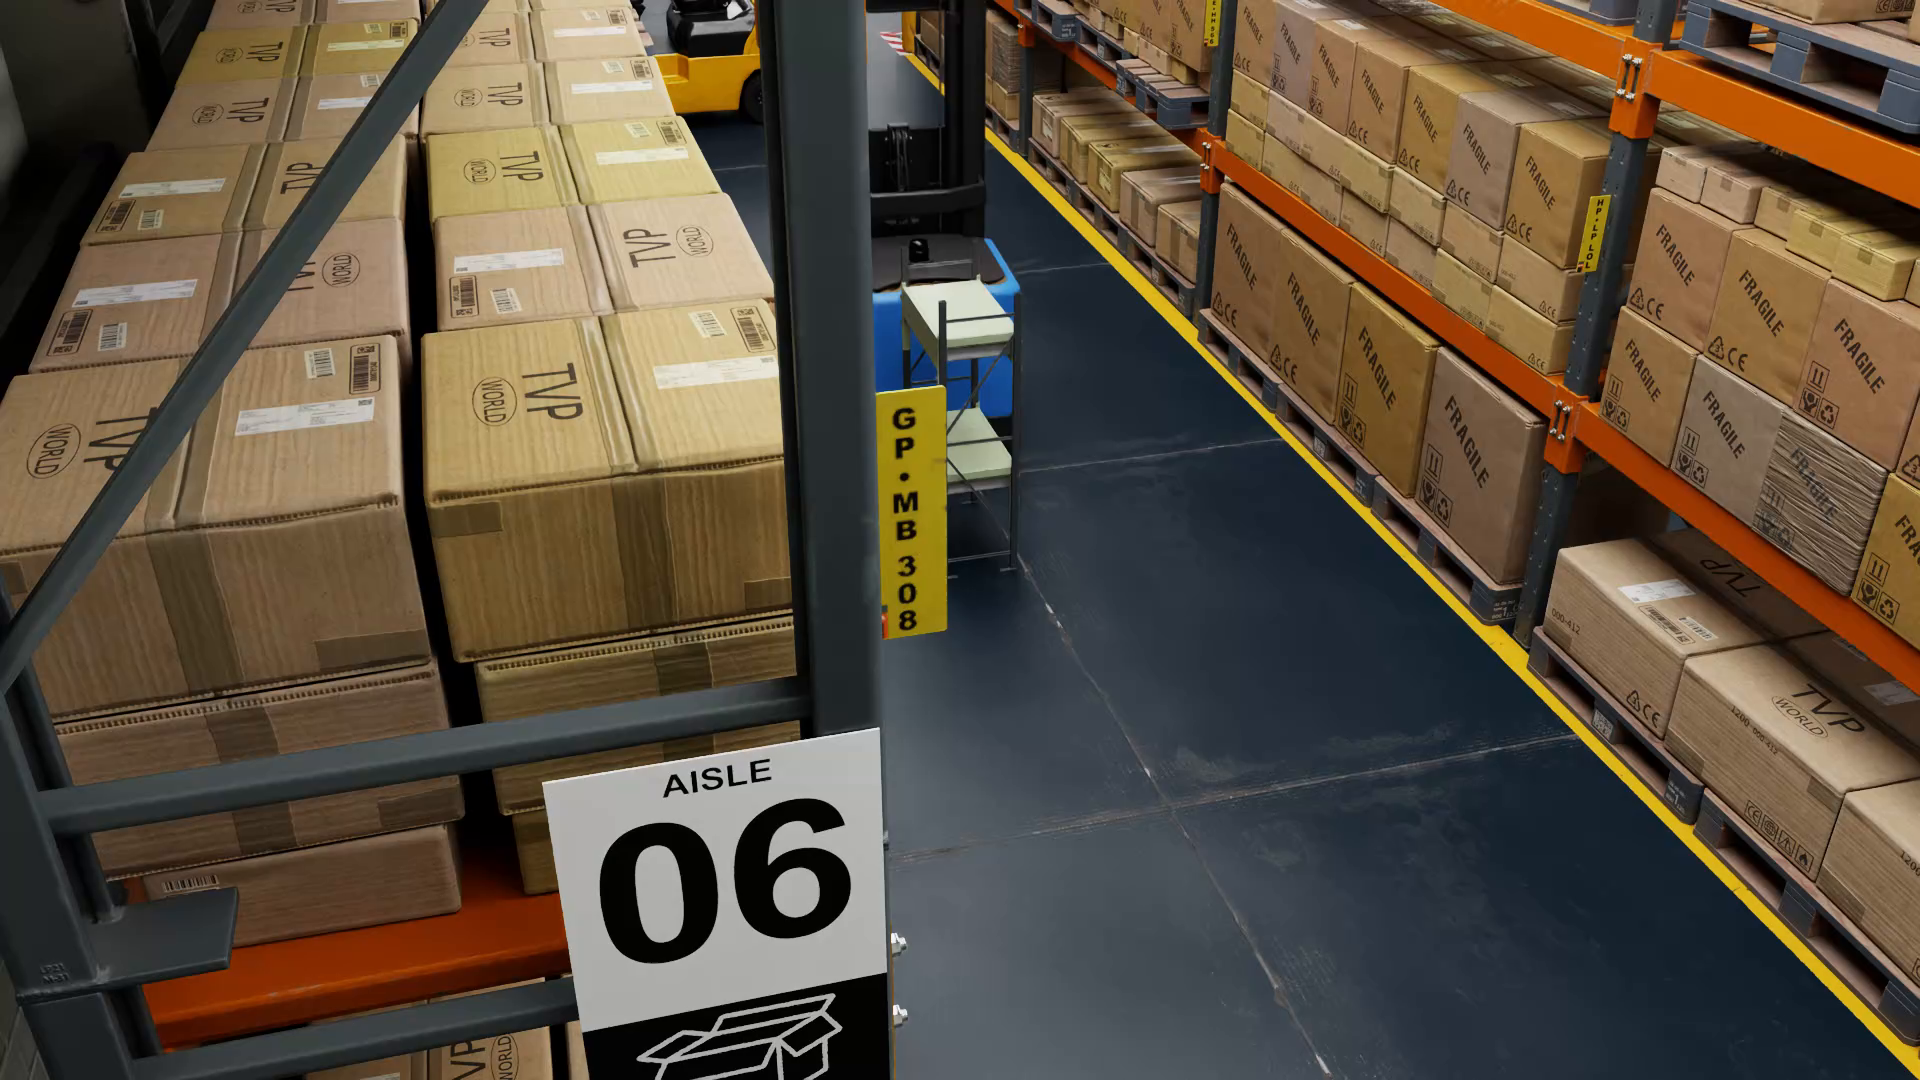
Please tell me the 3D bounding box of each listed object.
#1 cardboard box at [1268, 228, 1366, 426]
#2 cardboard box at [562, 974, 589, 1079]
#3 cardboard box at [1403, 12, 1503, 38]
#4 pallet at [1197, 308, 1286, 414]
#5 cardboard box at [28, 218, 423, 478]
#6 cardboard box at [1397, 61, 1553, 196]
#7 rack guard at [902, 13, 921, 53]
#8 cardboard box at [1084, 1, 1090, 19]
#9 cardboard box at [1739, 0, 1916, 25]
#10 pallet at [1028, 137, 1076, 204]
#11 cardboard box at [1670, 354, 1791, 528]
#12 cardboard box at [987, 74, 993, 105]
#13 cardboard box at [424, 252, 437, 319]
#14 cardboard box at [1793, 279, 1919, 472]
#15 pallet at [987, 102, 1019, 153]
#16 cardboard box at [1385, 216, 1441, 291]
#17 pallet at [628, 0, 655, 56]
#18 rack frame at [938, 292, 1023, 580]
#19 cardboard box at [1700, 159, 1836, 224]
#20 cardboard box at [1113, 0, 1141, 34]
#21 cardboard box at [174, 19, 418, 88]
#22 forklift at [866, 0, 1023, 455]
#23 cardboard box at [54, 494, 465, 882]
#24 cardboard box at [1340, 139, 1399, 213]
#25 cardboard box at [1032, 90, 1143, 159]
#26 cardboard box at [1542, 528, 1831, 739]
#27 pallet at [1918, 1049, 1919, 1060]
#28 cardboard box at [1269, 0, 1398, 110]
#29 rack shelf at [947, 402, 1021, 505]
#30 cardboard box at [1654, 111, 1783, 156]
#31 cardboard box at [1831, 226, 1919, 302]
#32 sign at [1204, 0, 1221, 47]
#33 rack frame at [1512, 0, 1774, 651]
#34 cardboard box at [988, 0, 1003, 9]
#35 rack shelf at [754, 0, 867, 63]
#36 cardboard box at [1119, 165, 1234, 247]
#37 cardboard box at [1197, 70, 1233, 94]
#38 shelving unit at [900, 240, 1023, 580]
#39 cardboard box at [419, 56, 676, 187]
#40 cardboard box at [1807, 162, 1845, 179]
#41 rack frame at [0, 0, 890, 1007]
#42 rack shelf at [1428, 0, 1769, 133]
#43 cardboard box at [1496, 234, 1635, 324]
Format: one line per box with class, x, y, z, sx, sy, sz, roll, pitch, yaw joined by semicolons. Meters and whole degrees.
cardboard box;2.410;-1.289;9.684;0.875;0.875;0.875;-7;31;-13
cardboard box;-0.582;1.161;3.603;0.500;0.250;0.500;-8;31;-13
cardboard box;2.733;-2.576;9.108;0.500;0.500;0.500;-8;31;-13
pallet;2.210;-1.205;10.621;1.003;0.211;1.213;-8;31;-13
cardboard box;-1.112;-0.284;2.606;0.500;0.250;0.500;-9;31;-15
cardboard box;2.515;-2.025;8.157;0.500;0.500;0.500;-7;31;-12
rack guard;-0.029;-5.548;17.835;1.175;0.500;0.348;-8;31;-13
cardboard box;1.153;-4.000;12.499;0.380;0.149;0.250;-8;31;-13
cardboard box;3.089;-2.125;5.814;0.500;0.500;0.500;-7;31;-12
pallet;1.220;-3.152;13.984;1.003;0.211;1.213;-8;31;-13
cardboard box;3.137;-0.409;6.362;0.500;0.500;0.500;-8;31;-13
cardboard box;0.445;-4.232;15.392;0.500;0.250;0.500;-9;31;-15
cardboard box;-1.384;-0.555;3.572;0.500;0.250;0.500;-7;31;-12
cardboard box;3.282;-0.591;5.678;0.500;0.500;0.500;-7;31;-12
pallet;0.800;-3.847;15.186;1.003;0.211;1.213;-8;31;-13
cardboard box;2.524;-1.481;8.464;0.500;0.250;0.500;-9;31;-15
pallet;-1.755;-1.750;5.972;1.213;0.211;1.003;-8;31;-13
rack frame;0.095;-0.476;8.074;0.400;1.500;0.023;-8;31;-13
cardboard box;3.053;-1.319;6.288;0.380;0.149;0.250;-7;31;-13
cardboard box;1.402;-3.831;11.558;0.500;0.500;0.500;-10;32;-17
cardboard box;-1.505;-1.017;3.872;0.500;0.250;0.500;-8;31;-14
forklift;8.730;-2.364;9.704;19.036;3.140;6.943;-6;31;-10
cardboard box;-0.968;0.183;2.299;0.500;0.250;0.500;-8;31;-14
cardboard box;2.349;-1.937;8.753;0.500;0.250;0.500;-7;31;-12
cardboard box;1.154;-3.526;14.051;0.950;0.372;0.625;-7;31;-13
cardboard box;3.199;0.374;7.248;0.875;0.438;0.875;-8;31;-14
pallet;3.910;1.893;5.270;1.003;0.211;1.213;-8;31;-13
cardboard box;2.110;-2.769;9.442;0.500;0.500;0.500;-8;31;-13
rack shelf;-0.002;-0.370;8.543;0.431;0.370;0.720;-8;31;-13
cardboard box;3.296;-1.597;7.417;0.500;0.500;0.500;-7;31;-13
cardboard box;3.211;-0.940;5.635;0.380;0.149;0.250;-9;31;-15
sign;1.553;-3.192;10.194;0.100;0.325;0.005;-8;31;-13
rack frame;3.135;-0.870;7.259;1.000;3.000;0.127;-8;31;-13
cardboard box;0.323;-4.792;15.612;0.500;0.500;0.500;-6;31;-11
rack shelf;-1.118;-1.526;3.125;1.077;0.370;4.000;-8;31;-13
cardboard box;1.730;-2.476;12.238;0.950;0.372;0.625;-8;31;-14
cardboard box;1.760;-3.002;10.774;0.380;0.149;0.250;-7;31;-11
shelving unit;-0.002;-0.652;8.380;0.431;1.500;0.755;-8;31;-13
cardboard box;-0.872;-0.837;3.561;0.500;0.250;0.500;-7;31;-12
cardboard box;3.489;-1.379;6.393;0.380;0.149;0.250;-7;31;-12
rack frame;-0.587;-0.873;1.276;1.000;3.000;0.127;-8;31;-13
rack shelf;2.605;-2.823;8.357;1.077;0.370;4.000;-8;31;-13
cardboard box;2.784;-1.202;7.484;0.500;0.250;0.500;-8;31;-13
